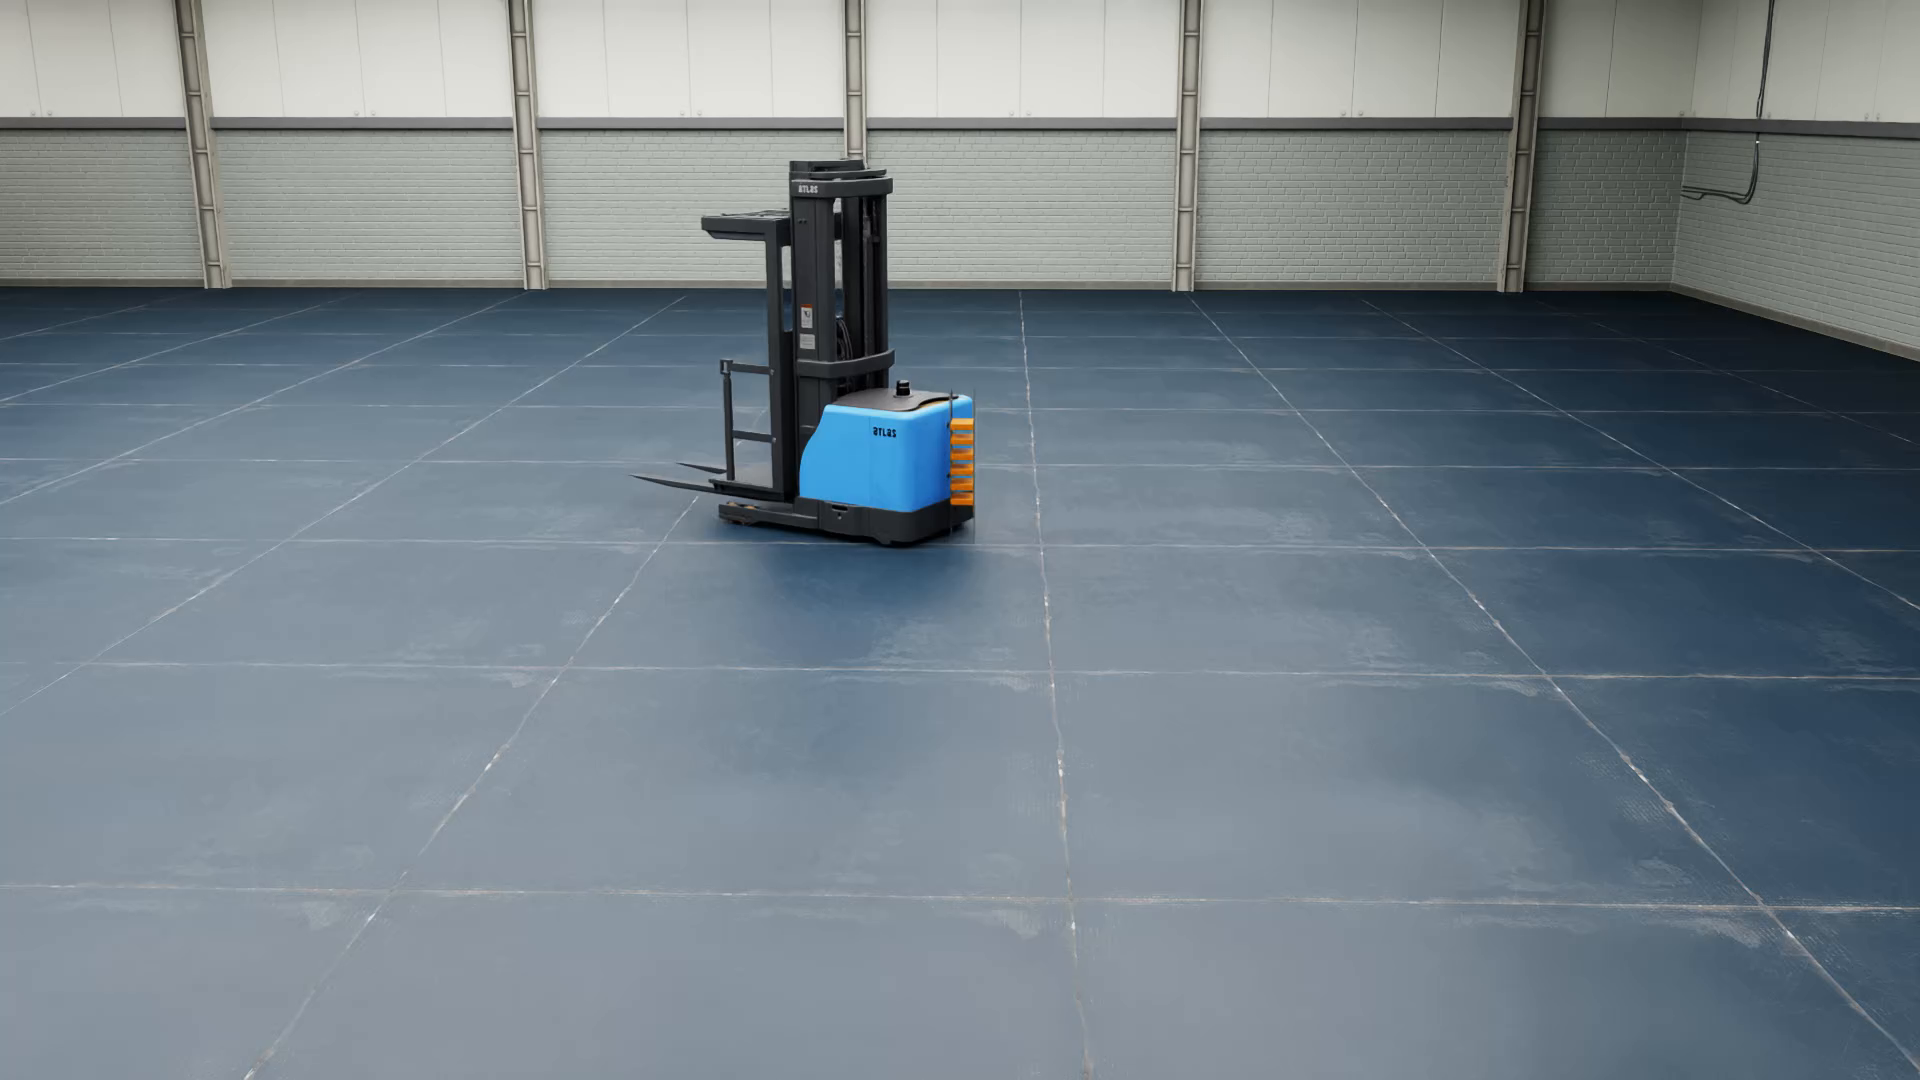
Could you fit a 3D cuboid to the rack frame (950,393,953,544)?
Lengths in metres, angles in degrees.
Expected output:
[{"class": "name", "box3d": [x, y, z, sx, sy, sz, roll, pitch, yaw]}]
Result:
[{"class": "rack frame", "box3d": [-0.069, -0.580, 13.079, 0.006, 1.200, 0.240, 1, 15, 3]}]

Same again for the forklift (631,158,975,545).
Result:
[{"class": "forklift", "box3d": [-1.405, -1.637, 13.692, 3.031, 2.935, 1.130, 9, 17, 30]}]

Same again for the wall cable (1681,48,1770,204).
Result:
[{"class": "wall cable", "box3d": [13.015, -7.066, 28.462, 0.112, 2.526, 3.097, 0, 15, 1]}]

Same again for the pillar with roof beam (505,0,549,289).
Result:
[{"class": "pillar with roof beam", "box3d": [-8.000, -7.943, 25.701, 0.400, 9.000, 9.100, 0, 15, 1]}]

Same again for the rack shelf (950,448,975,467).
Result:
[{"class": "rack shelf", "box3d": [0.022, -0.651, 13.055, 0.180, 0.103, 0.258, 1, 15, 3]}]

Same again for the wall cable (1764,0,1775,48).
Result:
[{"class": "wall cable", "box3d": [12.946, -8.818, 25.203, 0.112, 2.526, 3.097, 0, 15, 1]}]

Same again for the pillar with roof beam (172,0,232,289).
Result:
[{"class": "pillar with roof beam", "box3d": [-13.998, -7.982, 25.849, 0.400, 9.000, 9.100, 0, 15, 1]}]

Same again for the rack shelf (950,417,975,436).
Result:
[{"class": "rack shelf", "box3d": [0.022, -0.883, 12.993, 0.180, 0.103, 0.258, 1, 15, 3]}]

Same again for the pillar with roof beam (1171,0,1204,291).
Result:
[{"class": "pillar with roof beam", "box3d": [3.996, -7.865, 25.404, 0.400, 9.000, 9.100, 0, 15, 1]}]

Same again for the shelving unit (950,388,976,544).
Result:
[{"class": "shelving unit", "box3d": [0.022, -0.578, 13.074, 0.189, 1.200, 0.258, 1, 15, 3]}]

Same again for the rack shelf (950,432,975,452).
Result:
[{"class": "rack shelf", "box3d": [0.022, -0.767, 13.024, 0.180, 0.103, 0.258, 1, 15, 3]}]

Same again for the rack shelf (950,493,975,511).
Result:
[{"class": "rack shelf", "box3d": [0.022, -0.303, 13.147, 0.180, 0.103, 0.258, 1, 15, 3]}]

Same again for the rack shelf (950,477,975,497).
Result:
[{"class": "rack shelf", "box3d": [0.022, -0.419, 13.116, 0.180, 0.103, 0.258, 1, 15, 3]}]

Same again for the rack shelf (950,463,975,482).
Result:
[{"class": "rack shelf", "box3d": [0.022, -0.535, 13.085, 0.180, 0.103, 0.258, 1, 15, 3]}]

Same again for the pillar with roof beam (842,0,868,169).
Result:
[{"class": "pillar with roof beam", "box3d": [-2.002, -7.904, 25.552, 0.400, 9.000, 9.100, 0, 15, 1]}]

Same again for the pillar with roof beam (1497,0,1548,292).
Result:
[{"class": "pillar with roof beam", "box3d": [9.994, -7.826, 25.256, 0.400, 9.000, 9.100, 0, 15, 1]}]

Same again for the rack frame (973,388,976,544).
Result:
[{"class": "rack frame", "box3d": [0.114, -0.577, 13.069, 0.006, 1.200, 0.240, 1, 15, 3]}]
